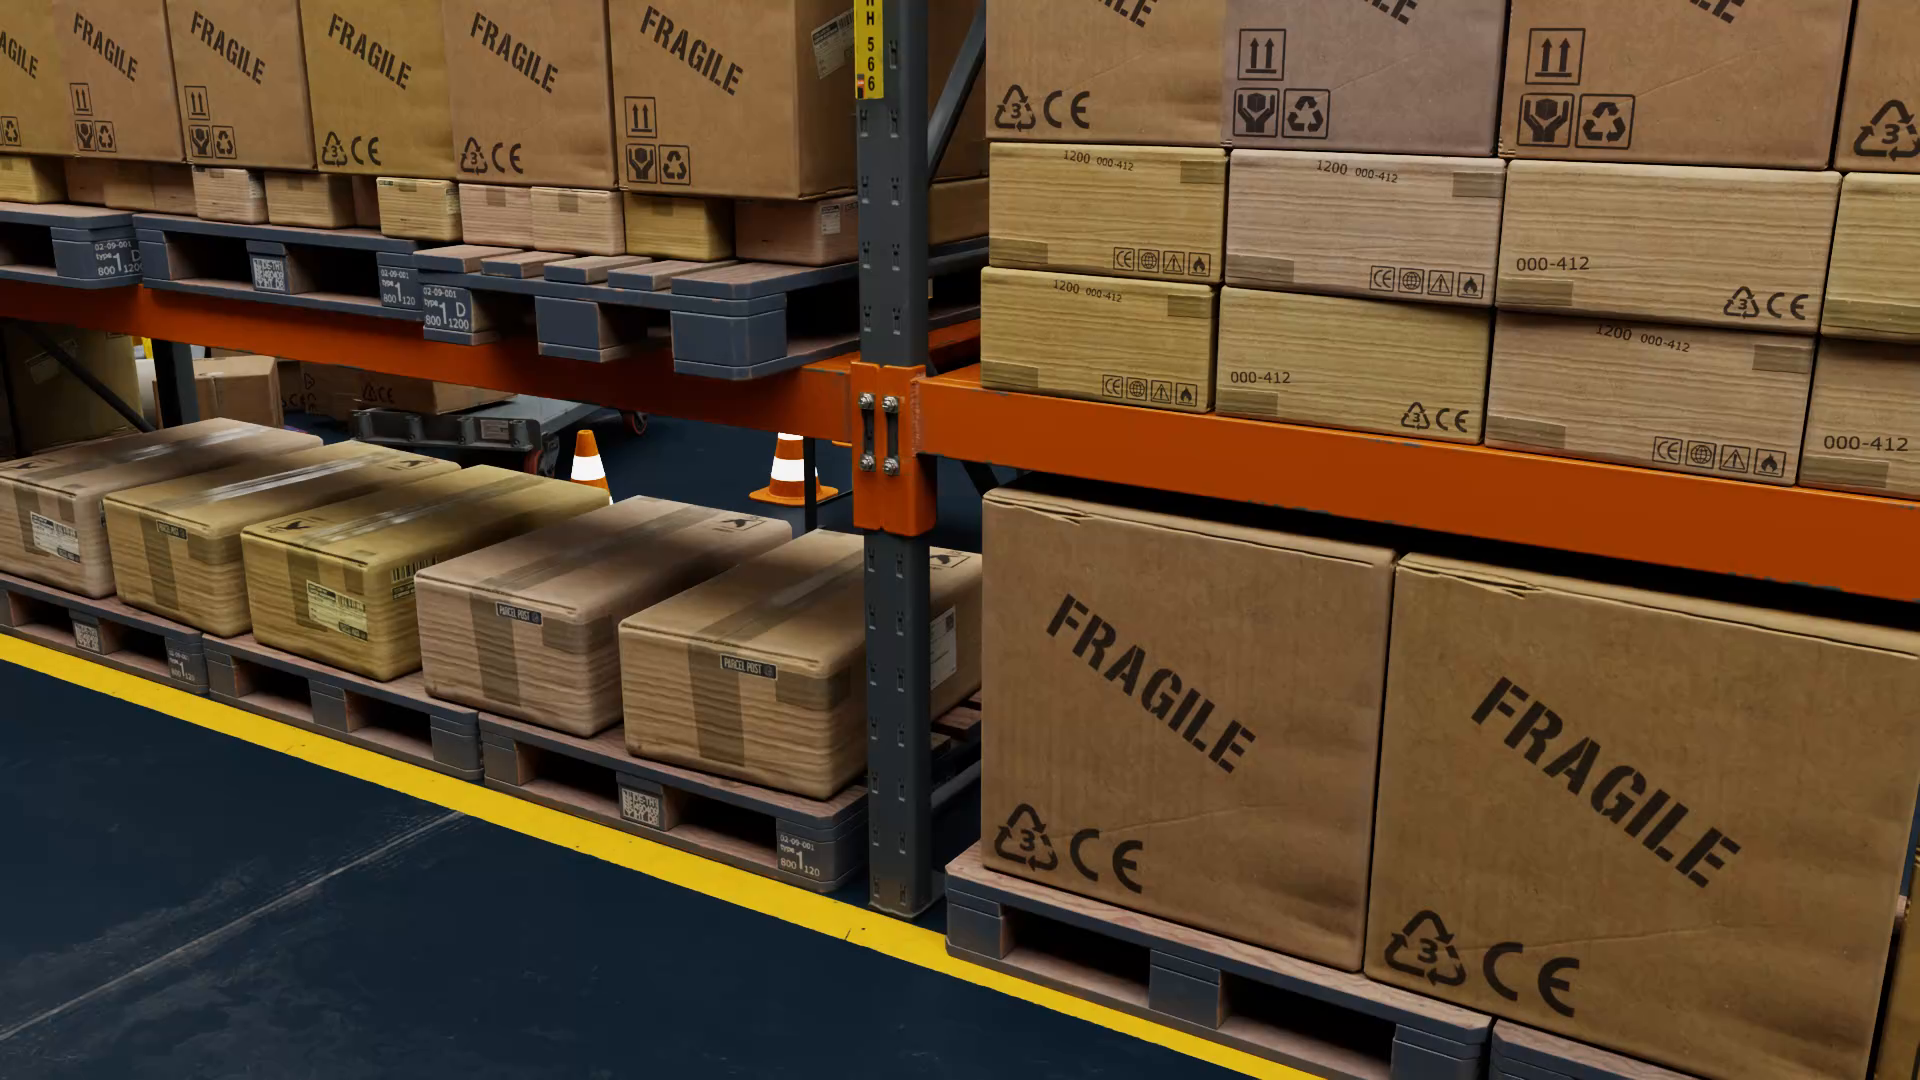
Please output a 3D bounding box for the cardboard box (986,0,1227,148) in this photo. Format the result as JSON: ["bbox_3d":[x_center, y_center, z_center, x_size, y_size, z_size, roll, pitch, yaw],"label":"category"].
[{"bbox_3d":[0.388,-1.057,3.308,0.500,0.500,0.500,9,19,28],"label":"cardboard box"}]

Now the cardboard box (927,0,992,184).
[{"bbox_3d":[-0.167,-1.183,4.209,0.500,0.500,0.500,9,19,29],"label":"cardboard box"}]

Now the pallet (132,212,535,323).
[{"bbox_3d":[-1.612,-0.866,4.900,1.213,0.211,1.003,10,20,30],"label":"pallet"}]

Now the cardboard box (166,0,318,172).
[{"bbox_3d":[-1.779,-1.293,4.572,0.500,0.500,0.500,9,19,28],"label":"cardboard box"}]

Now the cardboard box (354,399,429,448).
[{"bbox_3d":[-2.884,-0.622,8.472,0.396,0.266,0.258,-2,17,-8],"label":"cardboard box"}]

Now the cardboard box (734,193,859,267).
[{"bbox_3d":[-0.307,-0.739,3.862,0.250,0.149,0.380,11,20,32],"label":"cardboard box"}]

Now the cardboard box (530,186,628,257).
[{"bbox_3d":[-0.811,-0.789,4.027,0.250,0.149,0.380,10,20,30],"label":"cardboard box"}]

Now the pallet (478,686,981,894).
[{"bbox_3d":[-0.569,0.549,4.712,1.213,0.211,1.003,10,20,30],"label":"pallet"}]

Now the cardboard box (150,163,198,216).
[{"bbox_3d":[-2.110,-1.041,4.858,0.250,0.149,0.380,10,20,30],"label":"cardboard box"}]

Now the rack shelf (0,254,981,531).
[{"bbox_3d":[-1.608,-0.626,5.020,4.000,0.370,1.077,10,20,30],"label":"rack shelf"}]

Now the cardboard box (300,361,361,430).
[{"bbox_3d":[-3.098,-0.973,8.986,0.503,0.637,0.797,10,20,30],"label":"cardboard box"}]

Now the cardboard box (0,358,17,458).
[{"bbox_3d":[-3.957,-0.542,6.224,0.500,0.500,0.500,10,19,29],"label":"cardboard box"}]

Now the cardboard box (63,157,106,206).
[{"bbox_3d":[-2.517,-1.129,5.146,0.250,0.149,0.380,12,20,34],"label":"cardboard box"}]

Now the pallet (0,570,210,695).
[{"bbox_3d":[-2.649,0.178,5.934,1.213,0.211,1.003,10,20,30],"label":"pallet"}]

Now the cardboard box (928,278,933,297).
[{"bbox_3d":[-0.232,-1.568,10.032,0.750,0.750,1.050,10,20,30],"label":"cardboard box"}]

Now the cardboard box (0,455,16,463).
[{"bbox_3d":[-3.957,-0.183,6.332,0.500,0.250,0.500,11,20,33],"label":"cardboard box"}]

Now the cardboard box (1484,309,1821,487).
[{"bbox_3d":[1.272,-0.303,2.975,0.500,0.250,0.500,11,20,32],"label":"cardboard box"}]

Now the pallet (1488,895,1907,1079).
[{"bbox_3d":[1.764,0.992,3.251,1.213,0.211,1.003,10,20,30],"label":"pallet"}]

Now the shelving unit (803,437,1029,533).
[{"bbox_3d":[-0.073,-0.731,6.706,1.048,1.500,0.538,10,20,30],"label":"shelving unit"}]

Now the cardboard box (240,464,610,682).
[{"bbox_3d":[-1.657,0.075,5.273,0.625,0.372,0.950,11,20,32],"label":"cardboard box"}]

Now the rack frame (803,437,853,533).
[{"bbox_3d":[-0.506,-0.808,6.960,0.032,1.500,0.500,10,20,30],"label":"rack frame"}]

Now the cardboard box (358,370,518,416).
[{"bbox_3d":[-2.407,-0.886,7.637,0.500,0.500,0.500,10,20,30],"label":"cardboard box"}]

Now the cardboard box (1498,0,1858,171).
[{"bbox_3d":[1.249,-0.901,2.796,0.500,0.500,0.500,11,20,32],"label":"cardboard box"}]

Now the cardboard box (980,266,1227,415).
[{"bbox_3d":[0.381,-0.458,3.486,0.500,0.250,0.500,10,19,29],"label":"cardboard box"}]

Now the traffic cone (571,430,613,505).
[{"bbox_3d":[-1.523,-0.219,6.806,0.334,0.463,0.336,10,20,30],"label":"traffic cone"}]

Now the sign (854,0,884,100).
[{"bbox_3d":[-0.180,-1.047,3.310,0.005,0.325,0.100,10,20,30],"label":"sign"}]

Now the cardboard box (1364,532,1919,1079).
[{"bbox_3d":[1.399,0.412,3.298,0.875,0.875,0.875,10,20,31],"label":"cardboard box"}]

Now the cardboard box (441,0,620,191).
[{"bbox_3d":[-0.883,-1.134,4.046,0.500,0.500,0.500,10,19,29],"label":"cardboard box"}]

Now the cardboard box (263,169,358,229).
[{"bbox_3d":[-1.668,-0.955,4.573,0.250,0.149,0.380,9,19,28],"label":"cardboard box"}]

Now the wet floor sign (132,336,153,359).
[{"bbox_3d":[-5.278,-1.512,10.749,0.232,0.644,0.267,7,18,21],"label":"wet floor sign"}]

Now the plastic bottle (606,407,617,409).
[{"bbox_3d":[-1.834,-0.778,9.338,0.283,0.061,0.133,0,17,1],"label":"plastic bottle"}]

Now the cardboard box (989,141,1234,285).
[{"bbox_3d":[0.398,-0.696,3.408,0.500,0.250,0.500,10,20,30],"label":"cardboard box"}]

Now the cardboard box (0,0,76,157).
[{"bbox_3d":[-2.636,-1.448,5.079,0.500,0.500,0.500,10,20,30],"label":"cardboard box"}]

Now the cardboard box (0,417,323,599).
[{"bbox_3d":[-2.864,-0.139,5.977,0.625,0.372,0.950,10,20,31],"label":"cardboard box"}]

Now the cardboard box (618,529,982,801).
[{"bbox_3d":[-0.380,0.302,4.526,0.625,0.372,0.950,9,19,26],"label":"cardboard box"}]

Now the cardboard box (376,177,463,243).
[{"bbox_3d":[-1.263,-0.867,4.286,0.250,0.149,0.380,11,20,31],"label":"cardboard box"}]

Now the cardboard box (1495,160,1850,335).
[{"bbox_3d":[1.256,-0.538,2.889,0.500,0.250,0.500,10,20,30],"label":"cardboard box"}]

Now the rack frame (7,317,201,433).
[{"bbox_3d":[-3.313,-1.275,5.917,0.127,3.000,1.000,10,20,30],"label":"rack frame"}]
